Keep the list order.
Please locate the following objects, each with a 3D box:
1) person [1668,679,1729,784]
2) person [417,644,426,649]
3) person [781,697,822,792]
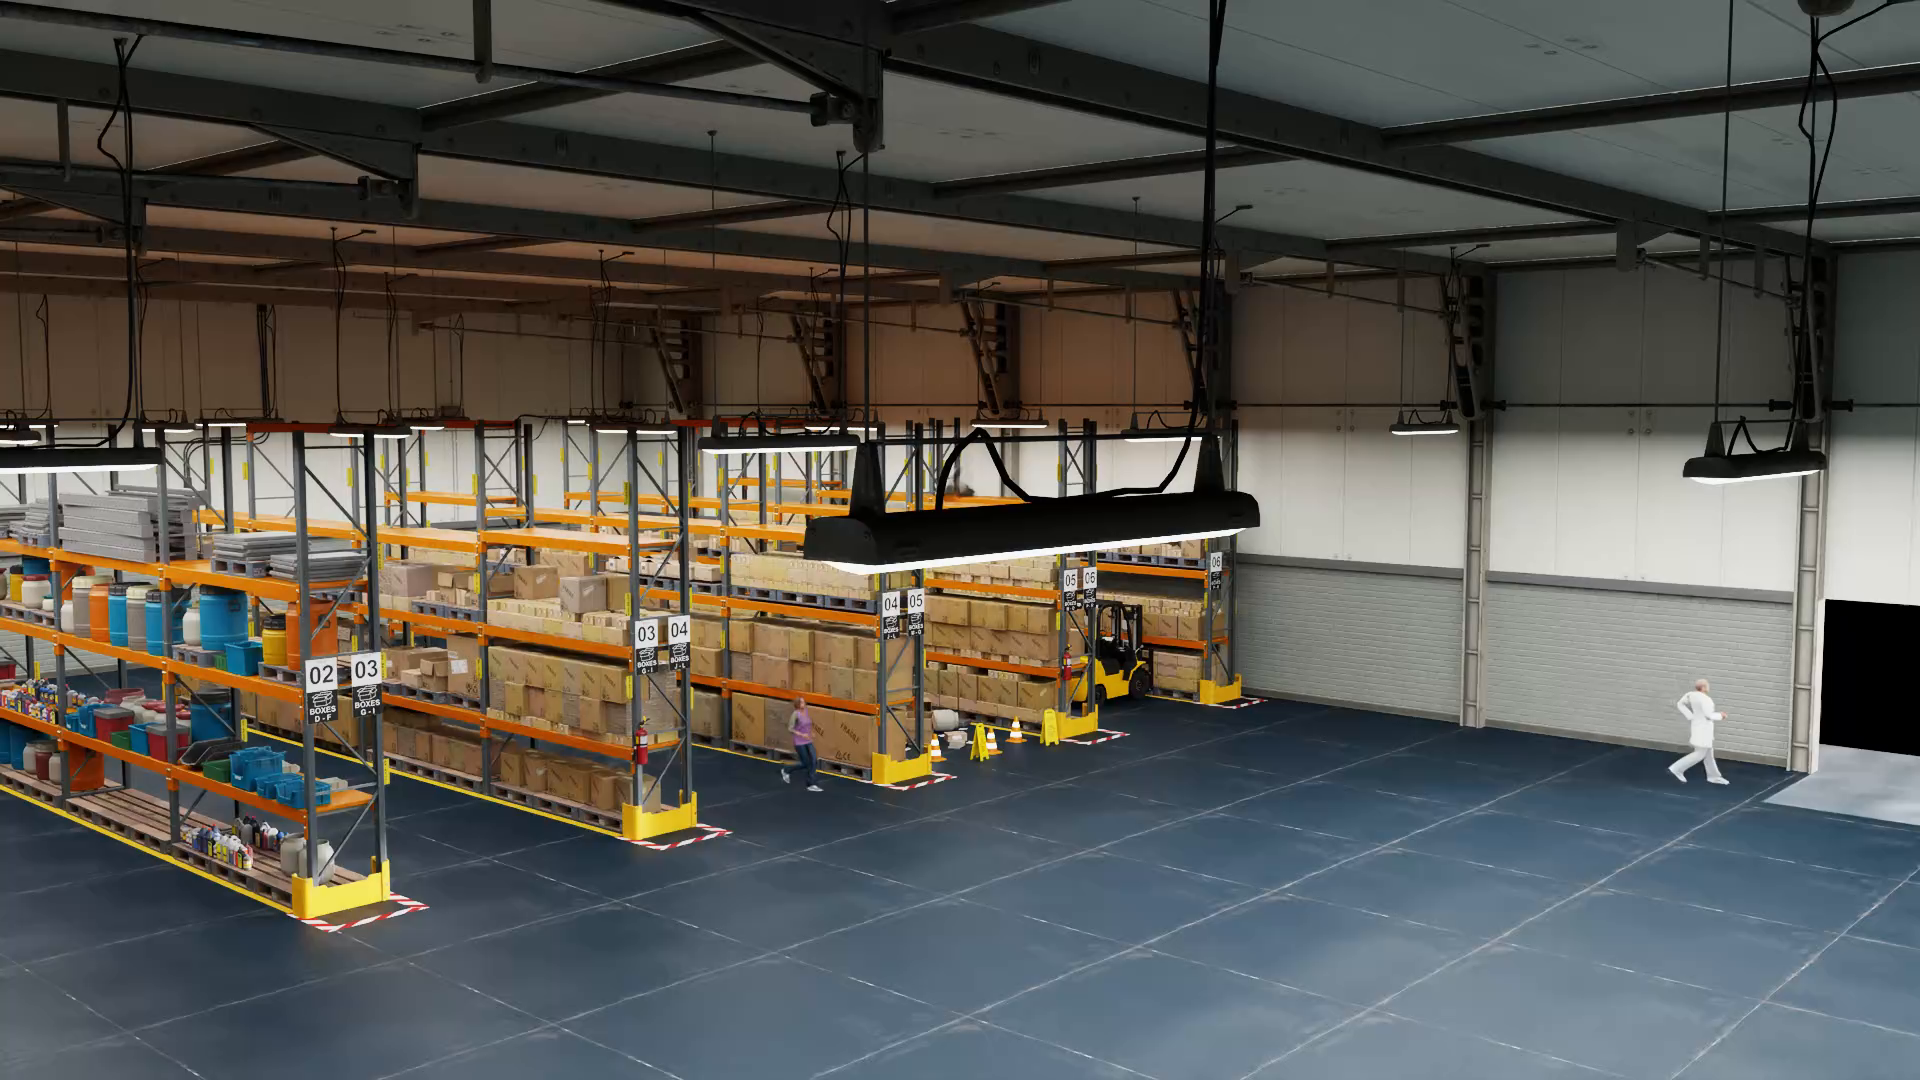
[{"bbox_3d":[12.246,3.177,27.495,1.049,1.781,0.710,0,5,1],"label":"person"},{"bbox_3d":[-10.528,2.854,32.630,0.540,1.627,0.575,3,6,34],"label":"person"},{"bbox_3d":[-2.555,3.340,27.305,0.717,1.543,0.566,3,5,32],"label":"person"}]
